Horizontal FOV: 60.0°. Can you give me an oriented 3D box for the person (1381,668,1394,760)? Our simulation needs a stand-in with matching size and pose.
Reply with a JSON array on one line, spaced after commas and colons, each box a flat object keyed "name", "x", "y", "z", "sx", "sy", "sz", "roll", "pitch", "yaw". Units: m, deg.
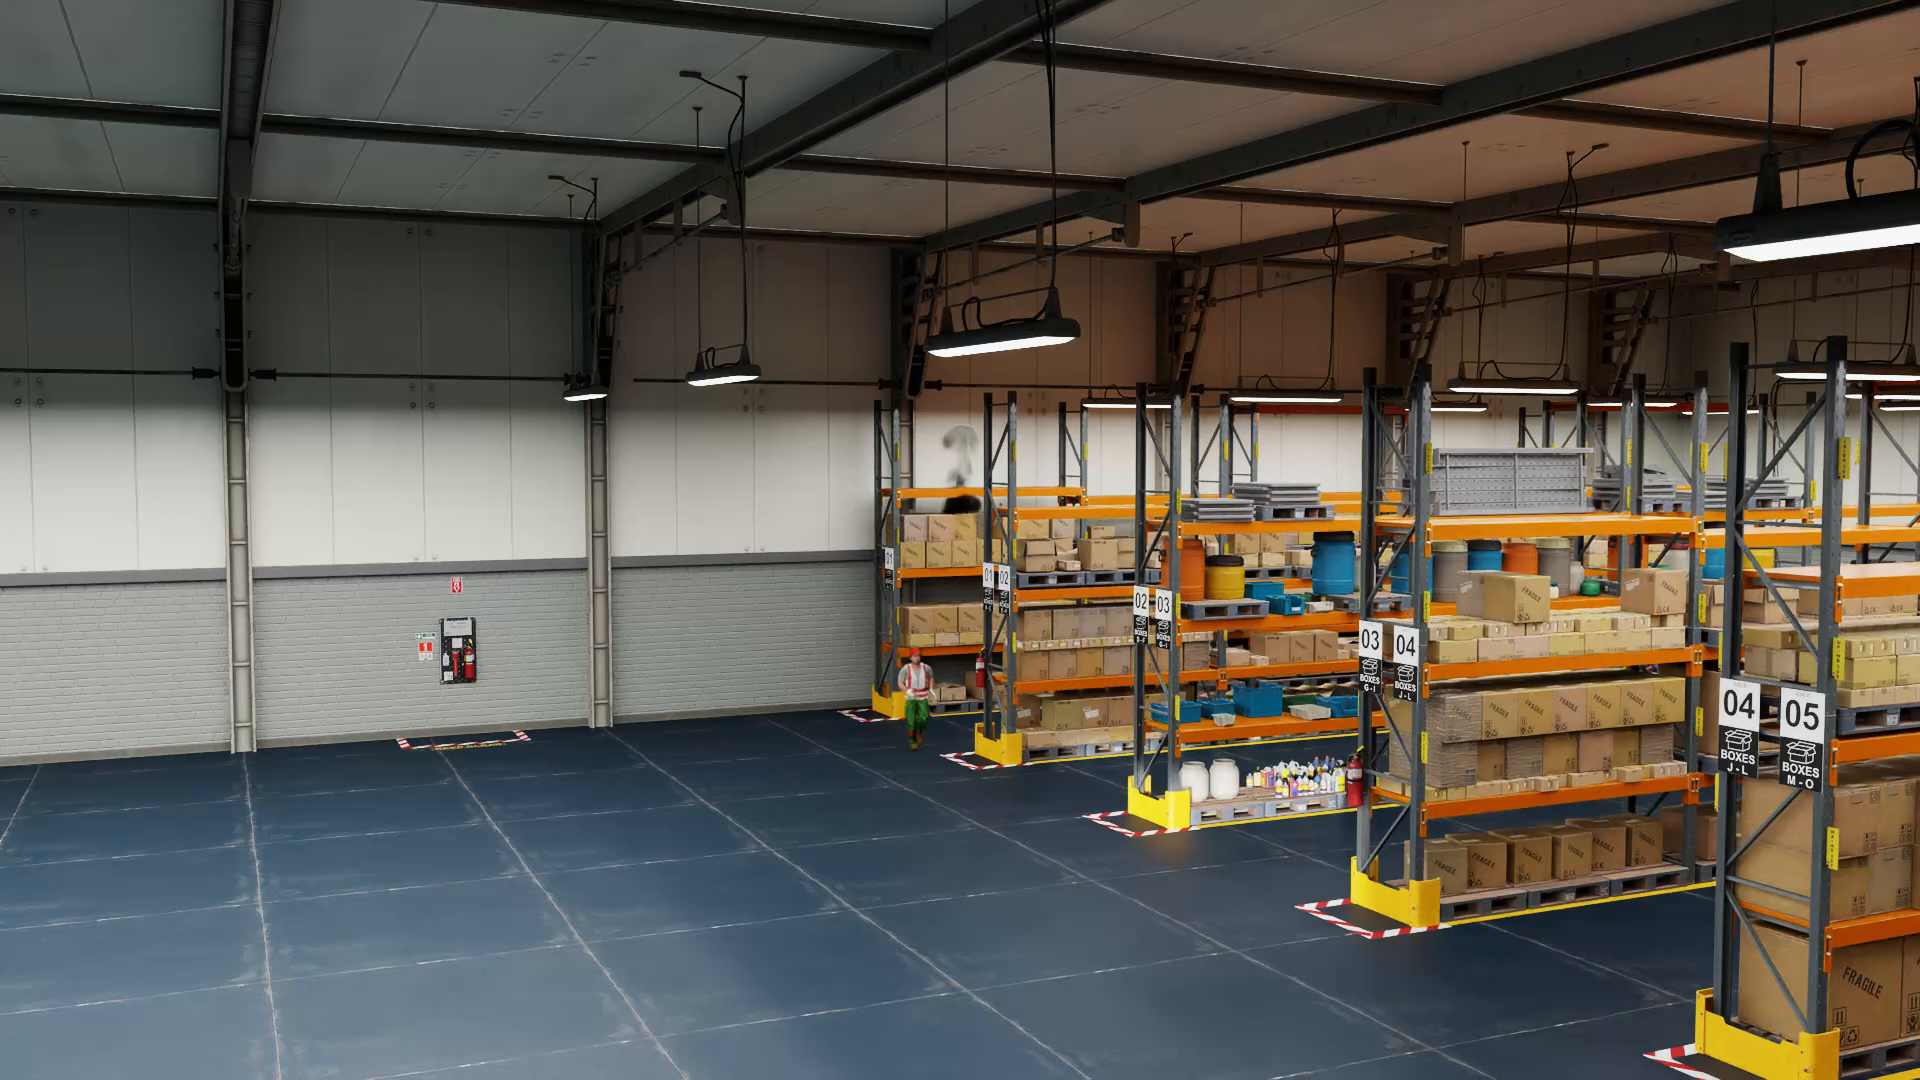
[{"name": "person", "x": 7.241, "y": 2.693, "z": 27.388, "sx": 0.863, "sy": 1.771, "sz": 0.658, "roll": -3, "pitch": 4, "yaw": -39}]

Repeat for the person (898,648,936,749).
[{"name": "person", "x": -0.709, "y": 2.667, "z": 27.874, "sx": 0.661, "sy": 1.735, "sz": 0.642, "roll": -1, "pitch": 3, "yaw": -12}]
